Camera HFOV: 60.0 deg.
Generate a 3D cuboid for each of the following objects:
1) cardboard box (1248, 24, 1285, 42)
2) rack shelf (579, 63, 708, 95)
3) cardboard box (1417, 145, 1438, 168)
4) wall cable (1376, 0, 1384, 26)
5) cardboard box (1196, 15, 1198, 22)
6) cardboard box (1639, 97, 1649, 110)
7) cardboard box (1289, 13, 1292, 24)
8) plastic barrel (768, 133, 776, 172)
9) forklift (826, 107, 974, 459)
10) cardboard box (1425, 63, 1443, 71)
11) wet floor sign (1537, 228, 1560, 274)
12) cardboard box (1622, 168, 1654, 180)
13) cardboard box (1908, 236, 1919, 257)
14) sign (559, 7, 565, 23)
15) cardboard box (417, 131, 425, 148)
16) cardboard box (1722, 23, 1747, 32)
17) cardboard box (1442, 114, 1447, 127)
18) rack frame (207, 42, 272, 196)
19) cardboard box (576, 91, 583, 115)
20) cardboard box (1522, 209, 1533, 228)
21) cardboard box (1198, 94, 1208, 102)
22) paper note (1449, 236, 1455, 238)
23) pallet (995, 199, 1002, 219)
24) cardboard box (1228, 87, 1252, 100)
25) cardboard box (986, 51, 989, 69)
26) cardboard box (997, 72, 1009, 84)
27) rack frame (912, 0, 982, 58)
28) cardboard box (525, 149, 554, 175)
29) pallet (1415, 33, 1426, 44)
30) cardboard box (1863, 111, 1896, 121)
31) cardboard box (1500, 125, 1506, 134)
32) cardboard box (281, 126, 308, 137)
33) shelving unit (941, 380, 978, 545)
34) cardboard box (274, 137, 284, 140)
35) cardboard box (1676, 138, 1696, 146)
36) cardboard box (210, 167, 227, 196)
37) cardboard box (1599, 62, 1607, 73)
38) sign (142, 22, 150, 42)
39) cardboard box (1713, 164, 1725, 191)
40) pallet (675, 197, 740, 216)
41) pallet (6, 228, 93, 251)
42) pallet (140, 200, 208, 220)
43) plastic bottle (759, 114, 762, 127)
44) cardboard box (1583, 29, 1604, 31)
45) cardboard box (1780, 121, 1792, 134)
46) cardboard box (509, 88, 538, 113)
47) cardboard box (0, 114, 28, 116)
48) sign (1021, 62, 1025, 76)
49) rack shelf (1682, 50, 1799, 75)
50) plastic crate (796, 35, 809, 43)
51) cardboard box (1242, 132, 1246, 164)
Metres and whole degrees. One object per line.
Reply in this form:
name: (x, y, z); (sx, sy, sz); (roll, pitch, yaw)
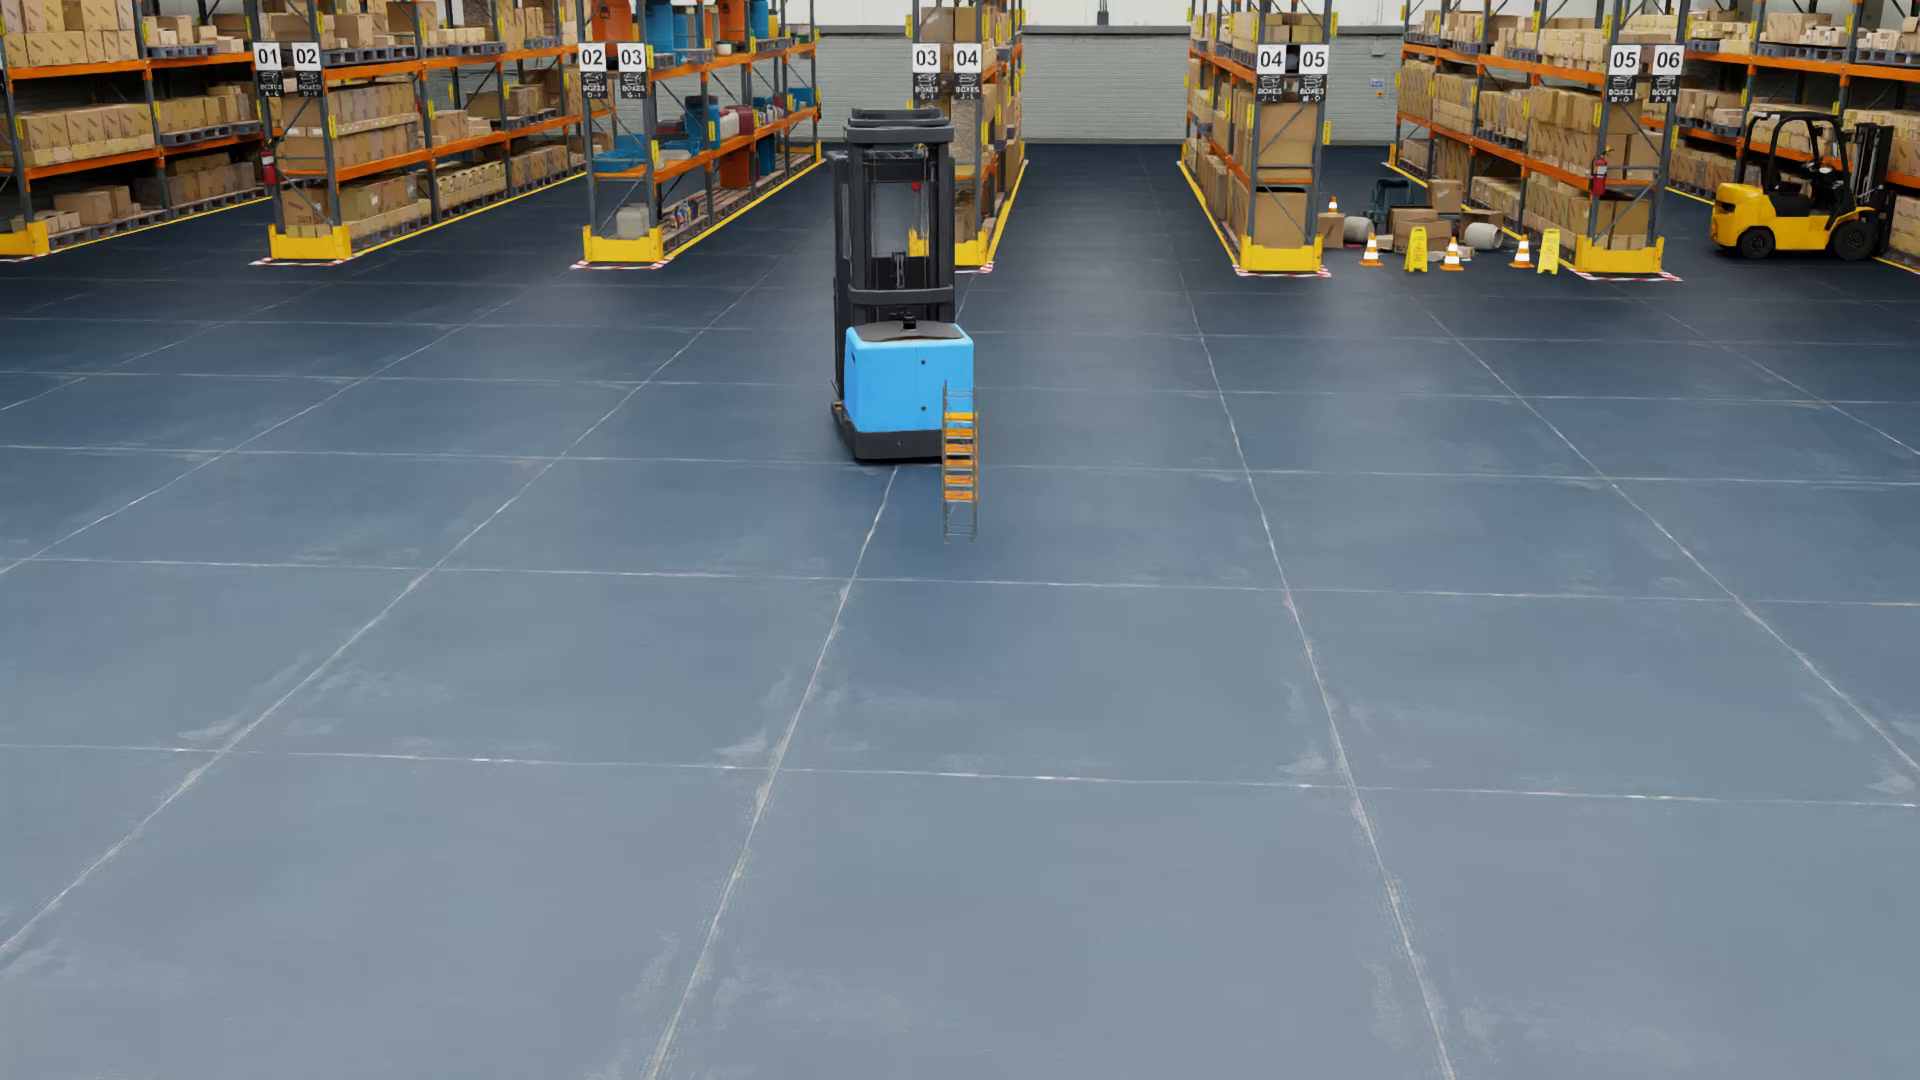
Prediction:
cardboard box: (4.549, -7.519, 24.662); (0.500, 0.250, 0.500); (1, 18, 4)
rack shelf: (-4.981, -7.420, 26.588); (1.077, 0.370, 4.000); (1, 18, 4)
cardboard box: (10.777, -8.563, 37.179); (0.875, 0.438, 0.875); (1, 18, 2)
wall cable: (10.975, -14.976, 43.677); (0.463, 3.000, 0.029); (1, 18, 4)
cardboard box: (5.431, -11.555, 36.851); (0.380, 0.149, 0.250); (1, 18, 3)
cardboard box: (15.413, -9.705, 36.986); (0.500, 0.250, 0.500); (1, 18, 2)
cardboard box: (5.190, -7.886, 25.142); (0.380, 0.149, 0.250); (1, 18, 3)
plastic barrel: (-4.320, -8.476, 36.168); (0.600, 0.901, 0.708); (1, 18, 4)
forklift: (-0.632, -2.506, 15.364); (1.130, 2.935, 3.031); (-3, 18, -10)
cardboard box: (10.403, -10.358, 36.409); (0.380, 0.149, 0.250); (1, 18, 3)
wet floor sign: (8.620, -4.229, 24.294); (0.267, 0.644, 0.232); (8, 20, 23)
cardboard box: (9.932, -5.365, 24.382); (0.380, 0.149, 0.250); (1, 18, 4)
cardboard box: (14.370, -4.319, 24.530); (0.500, 0.250, 0.500); (1, 18, 4)
sign: (-8.650, -11.401, 36.119); (0.100, 0.325, 0.005); (1, 18, 4)
cardboard box: (-9.786, -7.152, 29.672); (0.500, 0.250, 0.500); (2, 18, 7)
cardboard box: (15.048, -9.960, 32.306); (0.380, 0.149, 0.250); (1, 18, 4)
cardboard box: (10.178, -8.589, 34.058); (0.500, 0.250, 0.500); (1, 18, 3)
rack frame: (-14.432, -8.421, 33.305); (1.000, 3.000, 0.127); (1, 18, 4)
cardboard box: (-8.862, -9.912, 37.697); (0.500, 0.500, 0.500); (2, 18, 5)
cardboard box: (9.676, -5.341, 27.648); (0.500, 0.250, 0.500); (0, 18, 1)
cardboard box: (5.022, -8.955, 33.708); (0.380, 0.149, 0.250); (2, 18, 6)
paper note: (8.248, -5.088, 27.902); (0.148, 0.019, 0.142); (1, 18, 4)
pallet: (0.242, -6.143, 30.833); (1.003, 0.211, 1.213); (1, 18, 4)
cardboard box: (5.182, -7.855, 29.812); (0.700, 0.500, 0.500); (1, 18, 3)
cardboard box: (0.179, -7.417, 25.664); (0.500, 0.250, 0.500); (1, 18, 4)
cardboard box: (0.639, -9.657, 35.306); (0.797, 0.503, 0.637); (1, 18, 2)
rack frame: (-0.184, -8.455, 23.776); (1.000, 3.000, 0.127); (1, 18, 4)
cardboard box: (-9.034, -8.106, 35.652); (0.500, 0.500, 0.500); (2, 18, 5)
pallet: (10.720, -11.125, 36.883); (1.003, 0.211, 1.213); (1, 18, 4)
cardboard box: (14.682, -6.758, 26.550); (0.380, 0.149, 0.250); (1, 18, 3)
cardboard box: (9.901, -7.350, 29.767); (0.380, 0.149, 0.250); (2, 18, 6)
cardboard box: (-10.227, -6.305, 25.647); (0.380, 0.149, 0.250); (1, 18, 3)
shelving unit: (-0.001, -0.566, 12.222); (0.258, 1.200, 0.189); (1, 18, 4)
cardboard box: (-14.179, -8.096, 35.092); (0.750, 0.750, 0.750); (1, 18, 4)
cardboard box: (15.282, -8.355, 34.924); (0.380, 0.149, 0.250); (1, 18, 3)
cardboard box: (-14.592, -6.905, 31.986); (0.700, 0.500, 0.500); (1, 18, 4)
cardboard box: (9.447, -6.806, 23.964); (0.380, 0.149, 0.250); (1, 18, 4)
sign: (-14.177, -8.840, 28.936); (0.100, 0.325, 0.005); (1, 18, 4)
cardboard box: (15.088, -7.061, 32.496); (0.500, 0.500, 0.500); (1, 18, 3)
pallet: (-4.735, -6.257, 31.179); (1.003, 0.211, 1.213); (1, 18, 4)
pallet: (-14.907, -4.886, 26.996); (1.003, 0.211, 1.213); (1, 18, 4)
pallet: (-14.664, -6.095, 30.686); (1.003, 0.211, 1.213); (1, 18, 4)
plastic bottle: (-4.102, -8.558, 33.930); (0.097, 0.271, 0.097); (0, 18, 0)
cardboard box: (10.132, -8.046, 26.466); (0.380, 0.149, 0.250); (2, 18, 5)
cardboard box: (14.846, -7.315, 29.369); (0.500, 0.250, 0.500); (2, 18, 5)
cardboard box: (-9.269, -9.251, 35.002); (0.700, 0.500, 0.500); (-3, 18, -10)
cardboard box: (-15.138, -6.538, 26.563); (0.500, 0.500, 0.500); (2, 18, 5)
sign: (1.503, -11.220, 39.608); (0.100, 0.325, 0.005); (1, 18, 4)
rack shelf: (15.369, -9.463, 32.823); (1.077, 0.370, 4.000); (1, 18, 4)
plastic crate: (-3.763, -11.696, 38.824); (0.450, 0.188, 0.336); (1, 18, 4)
cardboard box: (4.917, -6.158, 26.158); (0.875, 0.550, 0.500); (1, 18, 4)
